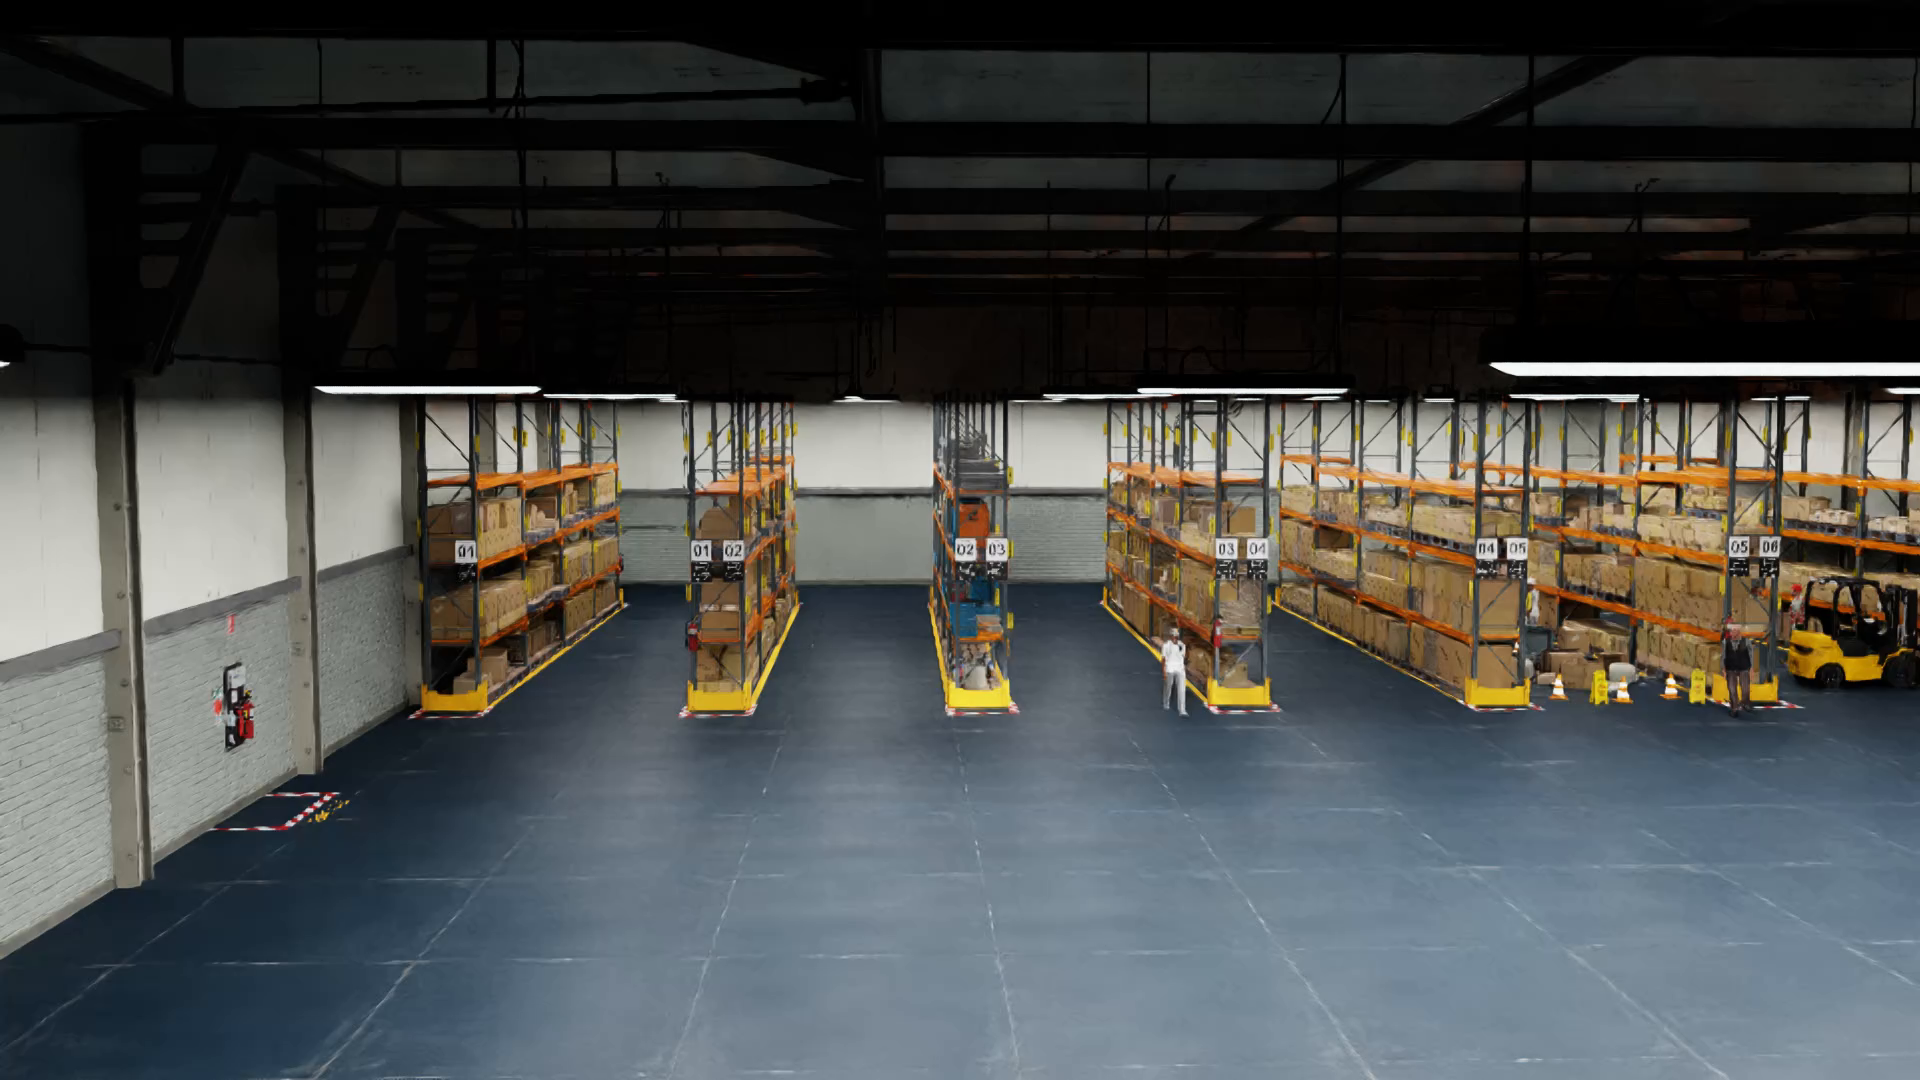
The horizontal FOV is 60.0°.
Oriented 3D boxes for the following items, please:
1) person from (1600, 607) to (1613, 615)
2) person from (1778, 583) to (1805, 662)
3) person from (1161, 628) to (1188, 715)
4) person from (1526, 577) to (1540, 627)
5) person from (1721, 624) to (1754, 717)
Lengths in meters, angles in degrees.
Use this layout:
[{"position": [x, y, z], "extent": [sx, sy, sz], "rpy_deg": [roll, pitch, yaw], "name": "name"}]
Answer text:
[{"position": [17.491, 1.190, 45.221], "extent": [0.527, 1.668, 0.565], "rpy_deg": [1, 5, 16], "name": "person"}, {"position": [18.304, 1.841, 36.480], "extent": [0.577, 1.785, 0.655], "rpy_deg": [2, 5, 24], "name": "person"}, {"position": [3.953, 2.404, 30.764], "extent": [0.456, 1.589, 1.088], "rpy_deg": [0, 5, 0], "name": "person"}, {"position": [12.952, 1.733, 37.844], "extent": [0.574, 1.783, 0.662], "rpy_deg": [2, 5, 25], "name": "person"}, {"position": [14.290, 2.381, 30.540], "extent": [0.582, 1.715, 0.525], "rpy_deg": [3, 6, 35], "name": "person"}]
